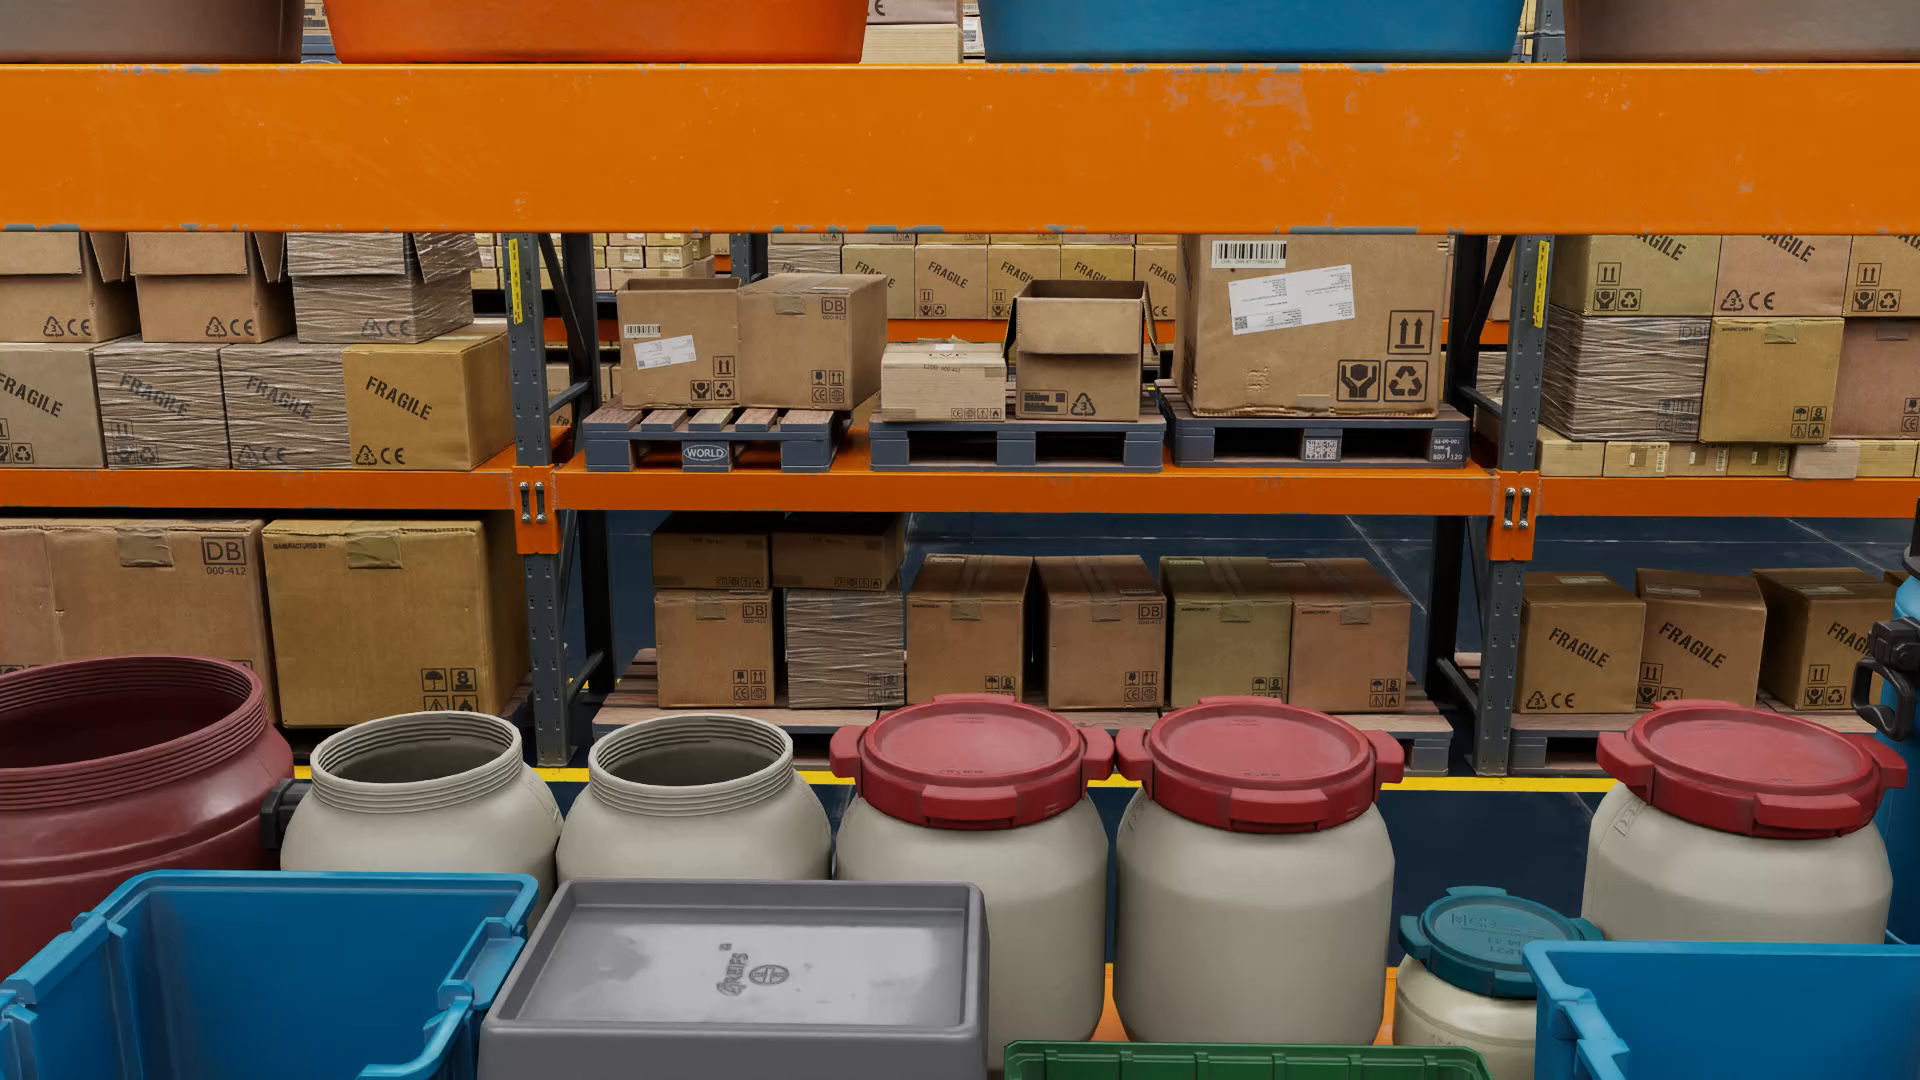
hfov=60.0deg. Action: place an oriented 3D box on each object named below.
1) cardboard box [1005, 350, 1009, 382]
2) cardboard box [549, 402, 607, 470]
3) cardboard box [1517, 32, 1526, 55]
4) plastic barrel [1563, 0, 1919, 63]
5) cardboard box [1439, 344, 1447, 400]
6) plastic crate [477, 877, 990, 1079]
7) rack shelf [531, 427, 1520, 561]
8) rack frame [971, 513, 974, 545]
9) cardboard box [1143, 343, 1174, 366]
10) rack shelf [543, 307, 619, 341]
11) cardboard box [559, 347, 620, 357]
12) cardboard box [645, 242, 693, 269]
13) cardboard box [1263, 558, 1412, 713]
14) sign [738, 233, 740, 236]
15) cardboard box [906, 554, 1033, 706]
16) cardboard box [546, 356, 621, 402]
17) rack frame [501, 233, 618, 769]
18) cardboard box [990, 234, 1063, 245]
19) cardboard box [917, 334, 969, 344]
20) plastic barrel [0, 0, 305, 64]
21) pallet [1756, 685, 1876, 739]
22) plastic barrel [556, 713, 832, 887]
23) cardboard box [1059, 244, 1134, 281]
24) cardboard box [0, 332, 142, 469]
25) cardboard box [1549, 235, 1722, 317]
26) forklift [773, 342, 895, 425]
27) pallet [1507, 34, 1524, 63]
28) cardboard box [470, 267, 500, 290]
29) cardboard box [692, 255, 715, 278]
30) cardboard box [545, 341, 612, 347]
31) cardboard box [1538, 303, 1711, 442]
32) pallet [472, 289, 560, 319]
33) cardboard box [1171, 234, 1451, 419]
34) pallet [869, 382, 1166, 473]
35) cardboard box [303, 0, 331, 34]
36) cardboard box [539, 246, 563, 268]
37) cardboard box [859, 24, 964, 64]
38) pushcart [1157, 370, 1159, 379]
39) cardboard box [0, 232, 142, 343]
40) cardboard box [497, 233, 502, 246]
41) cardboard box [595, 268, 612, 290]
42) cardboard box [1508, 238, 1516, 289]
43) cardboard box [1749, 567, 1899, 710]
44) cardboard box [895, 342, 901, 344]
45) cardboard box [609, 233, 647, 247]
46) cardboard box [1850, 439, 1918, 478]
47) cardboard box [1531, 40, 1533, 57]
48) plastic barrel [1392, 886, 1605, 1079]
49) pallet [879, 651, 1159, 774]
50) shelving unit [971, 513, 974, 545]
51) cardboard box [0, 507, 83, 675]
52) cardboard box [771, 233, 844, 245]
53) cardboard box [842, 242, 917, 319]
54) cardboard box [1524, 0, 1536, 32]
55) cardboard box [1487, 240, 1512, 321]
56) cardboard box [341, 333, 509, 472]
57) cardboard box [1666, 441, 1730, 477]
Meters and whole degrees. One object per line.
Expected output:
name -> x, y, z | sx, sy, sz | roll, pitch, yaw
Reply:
cardboard box -> -0.029, -0.946, 12.133 | 0.750, 0.750, 1.050 | 1, 15, 2
cardboard box -> -2.693, -0.799, 12.065 | 0.500, 0.500, 0.500 | 1, 15, 4
cardboard box -> 3.603, -3.323, 11.148 | 0.250, 0.149, 0.380 | 0, 15, 1
plastic barrel -> 0.967, -0.954, 1.714 | 0.600, 0.901, 0.600 | 0, 15, 0
cardboard box -> 3.116, -0.990, 12.055 | 0.875, 0.875, 0.875 | 1, 15, 2
plastic crate -> -0.256, 0.722, 2.097 | 0.583, 0.464, 0.402 | 0, 15, 1
rack shelf -> 0.262, -0.237, 7.270 | 4.000, 0.370, 1.077 | 0, 15, 1
rack frame -> 0.078, -0.580, 10.685 | 0.015, 1.200, 0.240 | 0, 15, 1
cardboard box -> 1.990, -2.035, 17.000 | 0.625, 0.372, 0.950 | 1, 15, 2
rack shelf -> -3.509, -1.528, 12.161 | 4.000, 0.370, 1.077 | 0, 15, 1
cardboard box -> -2.700, -1.289, 12.453 | 0.500, 0.250, 0.500 | 0, 15, 1
cardboard box -> -2.015, -1.975, 11.532 | 0.250, 0.149, 0.380 | 1, 15, 3
cardboard box -> 1.648, 0.414, 7.428 | 0.500, 0.500, 0.700 | -1, 15, -3
sign -> -1.514, -2.246, 11.357 | 0.005, 0.325, 0.100 | 0, 15, 1
cardboard box -> 0.055, 0.399, 7.485 | 0.500, 0.500, 0.700 | 2, 15, 6
cardboard box -> -2.705, -1.158, 11.955 | 0.500, 0.250, 0.500 | 1, 15, 2
rack frame -> -1.737, -0.598, 7.228 | 0.127, 3.000, 1.000 | 0, 15, 1
cardboard box -> 0.469, -2.380, 11.825 | 0.500, 0.500, 0.700 | 0, 15, 1
cardboard box -> -0.063, -0.794, 7.411 | 0.258, 0.266, 0.396 | 0, 15, 0
plastic barrel -> -1.048, -0.967, 1.764 | 0.600, 0.901, 0.600 | 0, 15, 0
pallet -> 4.157, 0.779, 7.475 | 1.213, 0.211, 1.003 | 0, 15, 1
plastic barrel -> -0.409, 0.566, 2.597 | 0.421, 0.512, 0.421 | 0, 15, 0
cardboard box -> 0.950, -1.827, 11.688 | 0.500, 0.500, 0.500 | 1, 15, 2
cardboard box -> -3.763, -0.598, 7.029 | 0.500, 0.500, 0.500 | 1, 15, 2
cardboard box -> 2.705, -1.180, 6.694 | 0.500, 0.500, 0.500 | 0, 15, 1
forklift -> -0.865, -2.420, 14.267 | 3.031, 2.935, 1.130 | -1, 15, -3
pallet -> 1.647, -1.963, 6.889 | 1.003, 0.211, 1.213 | 0, 15, 1
cardboard box -> -3.296, -1.840, 11.603 | 0.250, 0.149, 0.380 | 1, 15, 3
cardboard box -> -1.952, -1.999, 12.204 | 0.250, 0.149, 0.380 | 0, 15, 1
cardboard box -> -3.958, -2.340, 17.170 | 0.875, 0.875, 0.875 | 1, 15, 3
cardboard box -> 2.710, -0.746, 7.008 | 0.500, 0.500, 0.875 | 0, 15, 1
pallet -> -3.489, -1.772, 12.054 | 1.213, 0.211, 1.003 | 0, 15, 1
cardboard box -> 1.471, -1.106, 7.154 | 1.000, 1.000, 1.000 | 0, 15, 2
pallet -> 0.243, -0.503, 7.243 | 1.213, 0.211, 1.003 | 0, 15, 1
cardboard box -> -2.349, -2.287, 6.724 | 0.637, 0.503, 0.797 | 1, 15, 5
cardboard box -> -2.795, -1.979, 11.548 | 0.250, 0.149, 0.380 | 0, 15, 2
cardboard box -> -0.247, -1.904, 6.590 | 0.500, 0.250, 0.500 | 1, 15, 3
pushcart -> 2.506, -1.250, 14.838 | 0.936, 0.377, 1.648 | -5, 16, -18
cardboard box -> -3.790, -1.148, 7.150 | 0.637, 0.503, 0.797 | 1, 15, 3
cardboard box -> -3.032, -2.126, 11.521 | 0.250, 0.149, 0.380 | 0, 15, 1
cardboard box -> -2.520, -1.834, 11.580 | 0.250, 0.149, 0.380 | 1, 15, 2
cardboard box -> 2.718, -1.315, 7.206 | 0.500, 0.500, 0.500 | 0, 15, 1
cardboard box -> 3.856, 0.432, 7.400 | 0.500, 0.500, 0.500 | -1, 15, -4
cardboard box -> -0.920, -2.052, 17.065 | 0.625, 0.372, 0.950 | -1, 15, -2
cardboard box -> -2.262, -2.120, 11.500 | 0.250, 0.149, 0.380 | 0, 15, 1
cardboard box -> 3.719, -0.371, 6.858 | 0.250, 0.149, 0.380 | 0, 15, 1
cardboard box -> 2.724, -2.014, 7.007 | 0.500, 0.250, 0.500 | 1, 15, 4
plastic barrel -> 0.816, 0.710, 2.540 | 0.301, 0.262, 0.301 | 0, 15, 0
pallet -> 0.260, 0.764, 7.530 | 1.213, 0.211, 1.003 | 0, 15, 1
shelving unit -> -0.165, -0.581, 10.691 | 0.503, 1.200, 0.258 | 0, 15, 1
cardboard box -> -4.202, 0.205, 7.526 | 0.875, 0.875, 1.225 | 0, 15, -1
cardboard box -> -1.061, -2.389, 11.859 | 0.500, 0.500, 0.700 | 0, 15, 1
cardboard box -> -0.559, -1.837, 11.725 | 0.500, 0.500, 0.500 | 0, 15, 1
cardboard box -> 3.980, -3.529, 11.148 | 0.500, 0.250, 0.500 | 0, 15, 1
cardboard box -> 3.946, -1.878, 11.785 | 0.550, 0.550, 0.875 | 0, 15, 1
cardboard box -> -2.237, -0.587, 6.988 | 0.500, 0.500, 0.500 | 1, 15, 3
cardboard box -> 2.969, -0.373, 6.867 | 0.250, 0.149, 0.380 | 0, 15, 1
